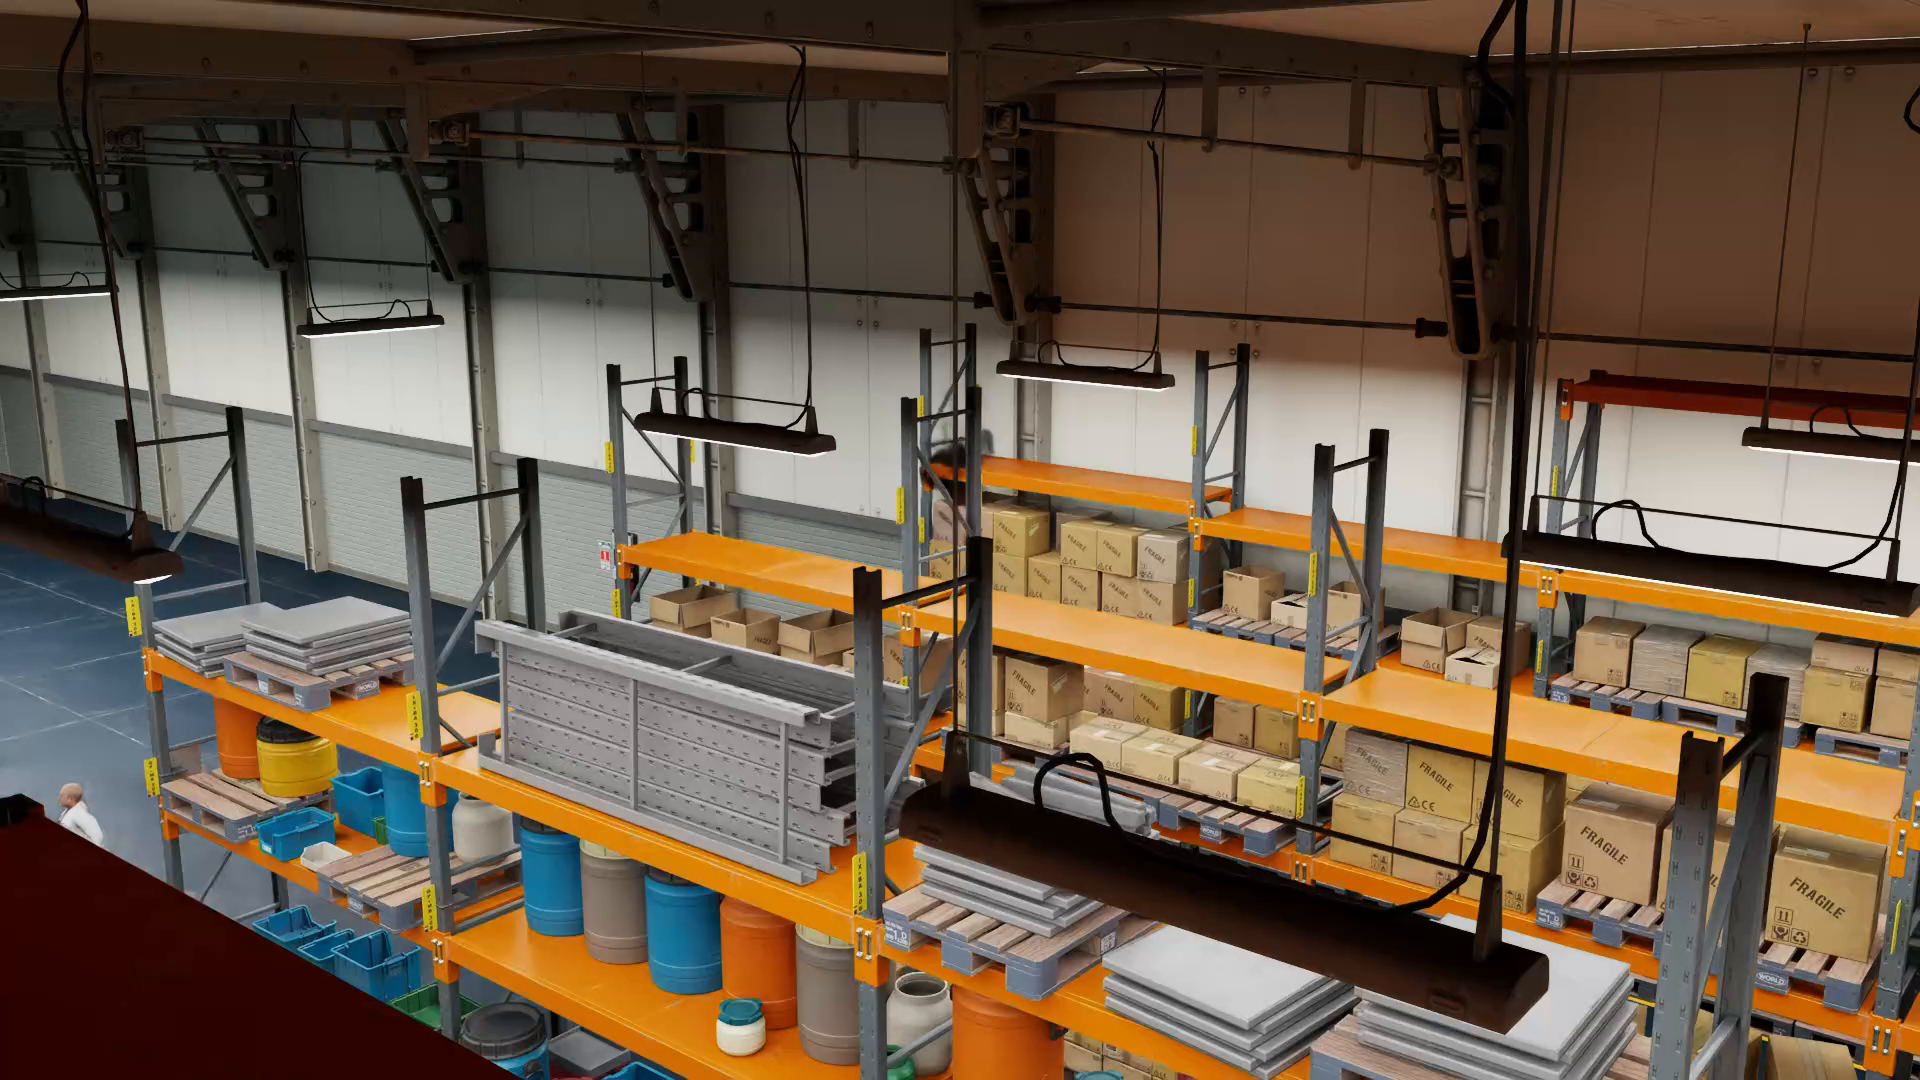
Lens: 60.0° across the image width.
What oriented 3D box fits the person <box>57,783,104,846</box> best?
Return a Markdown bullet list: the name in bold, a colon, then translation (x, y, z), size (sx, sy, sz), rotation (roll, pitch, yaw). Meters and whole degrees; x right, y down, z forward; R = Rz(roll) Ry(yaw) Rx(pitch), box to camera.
- **person**: translation (-9.088, 3.373, 17.291), size (0.934, 1.799, 0.734), rotation (-6, 14, -27)
